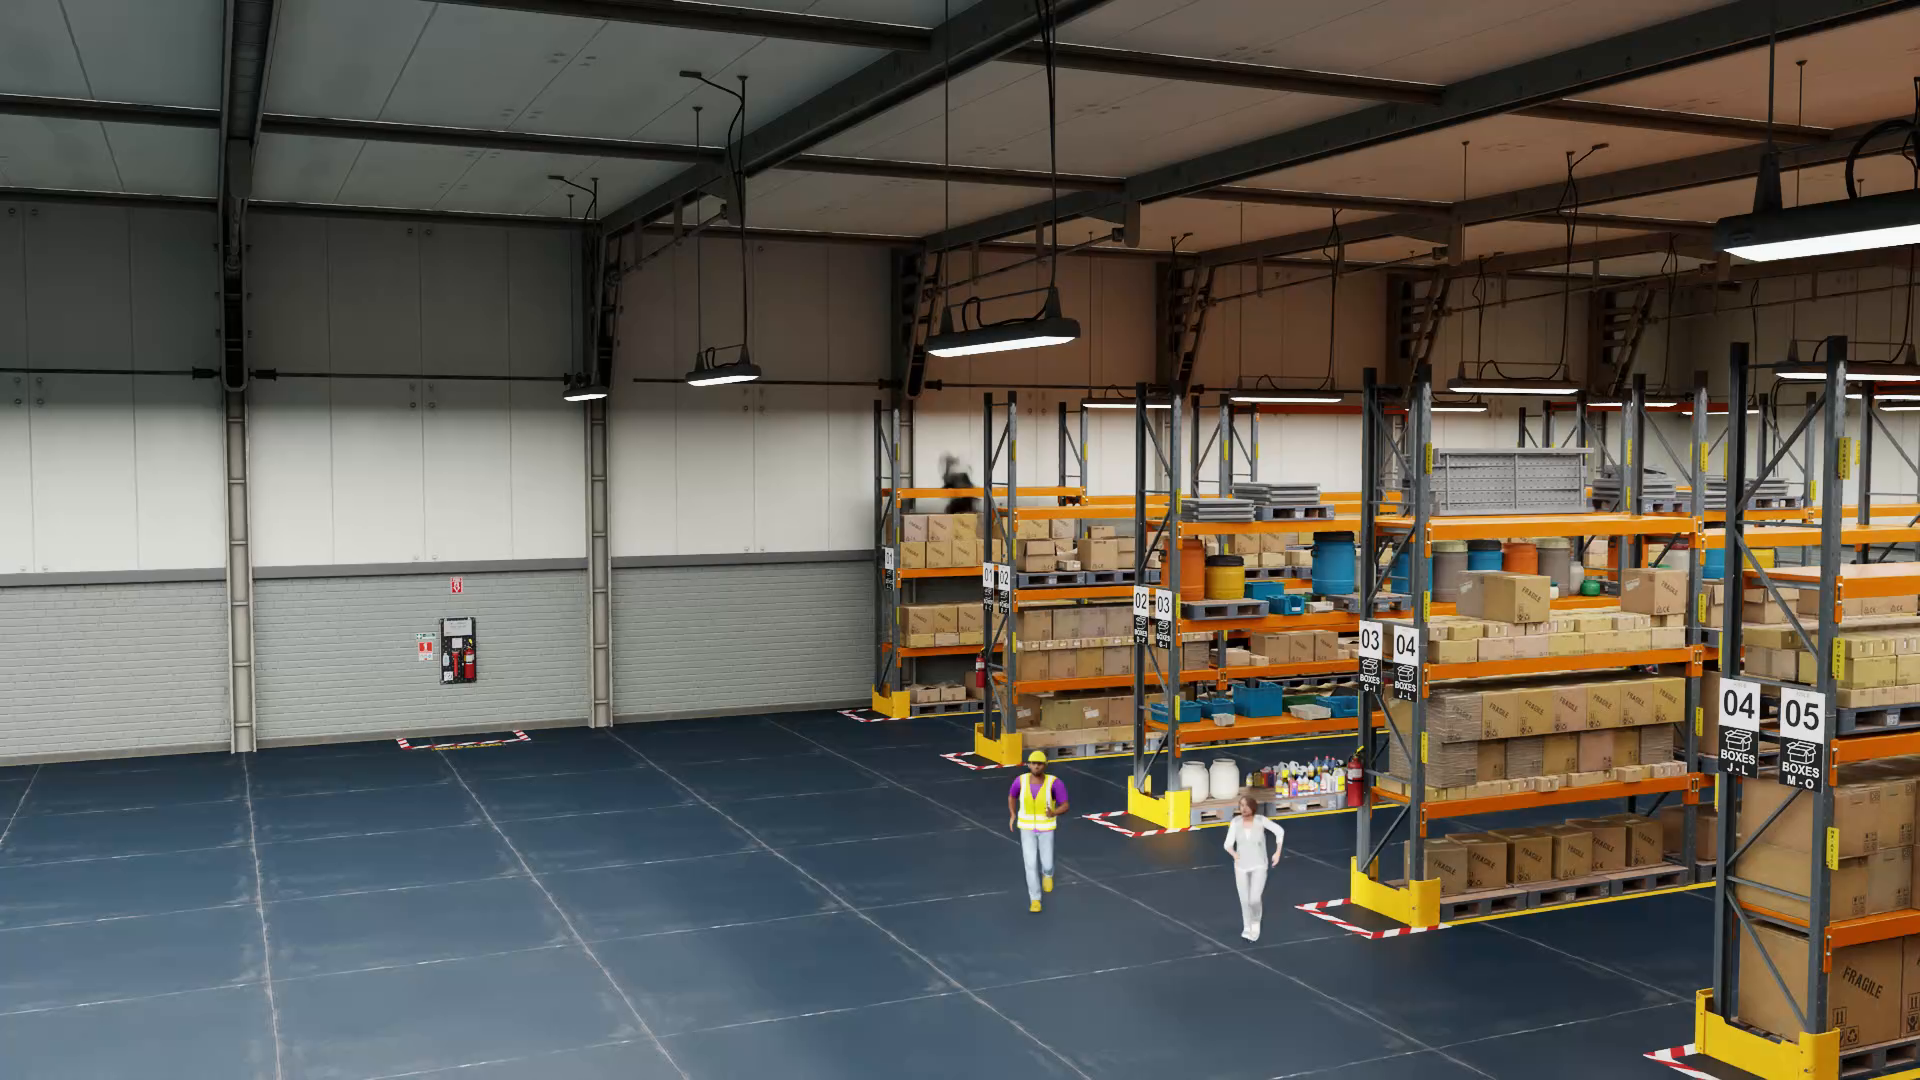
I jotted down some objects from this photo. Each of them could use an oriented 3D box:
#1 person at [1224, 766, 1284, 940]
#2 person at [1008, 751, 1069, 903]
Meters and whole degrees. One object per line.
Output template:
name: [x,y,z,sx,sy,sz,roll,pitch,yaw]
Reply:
person: [3.668,3.187,20.321,1.995,1.553,7.320,1,4,24]
person: [0.869,3.177,18.537,0.705,1.681,0.754,1,3,9]
